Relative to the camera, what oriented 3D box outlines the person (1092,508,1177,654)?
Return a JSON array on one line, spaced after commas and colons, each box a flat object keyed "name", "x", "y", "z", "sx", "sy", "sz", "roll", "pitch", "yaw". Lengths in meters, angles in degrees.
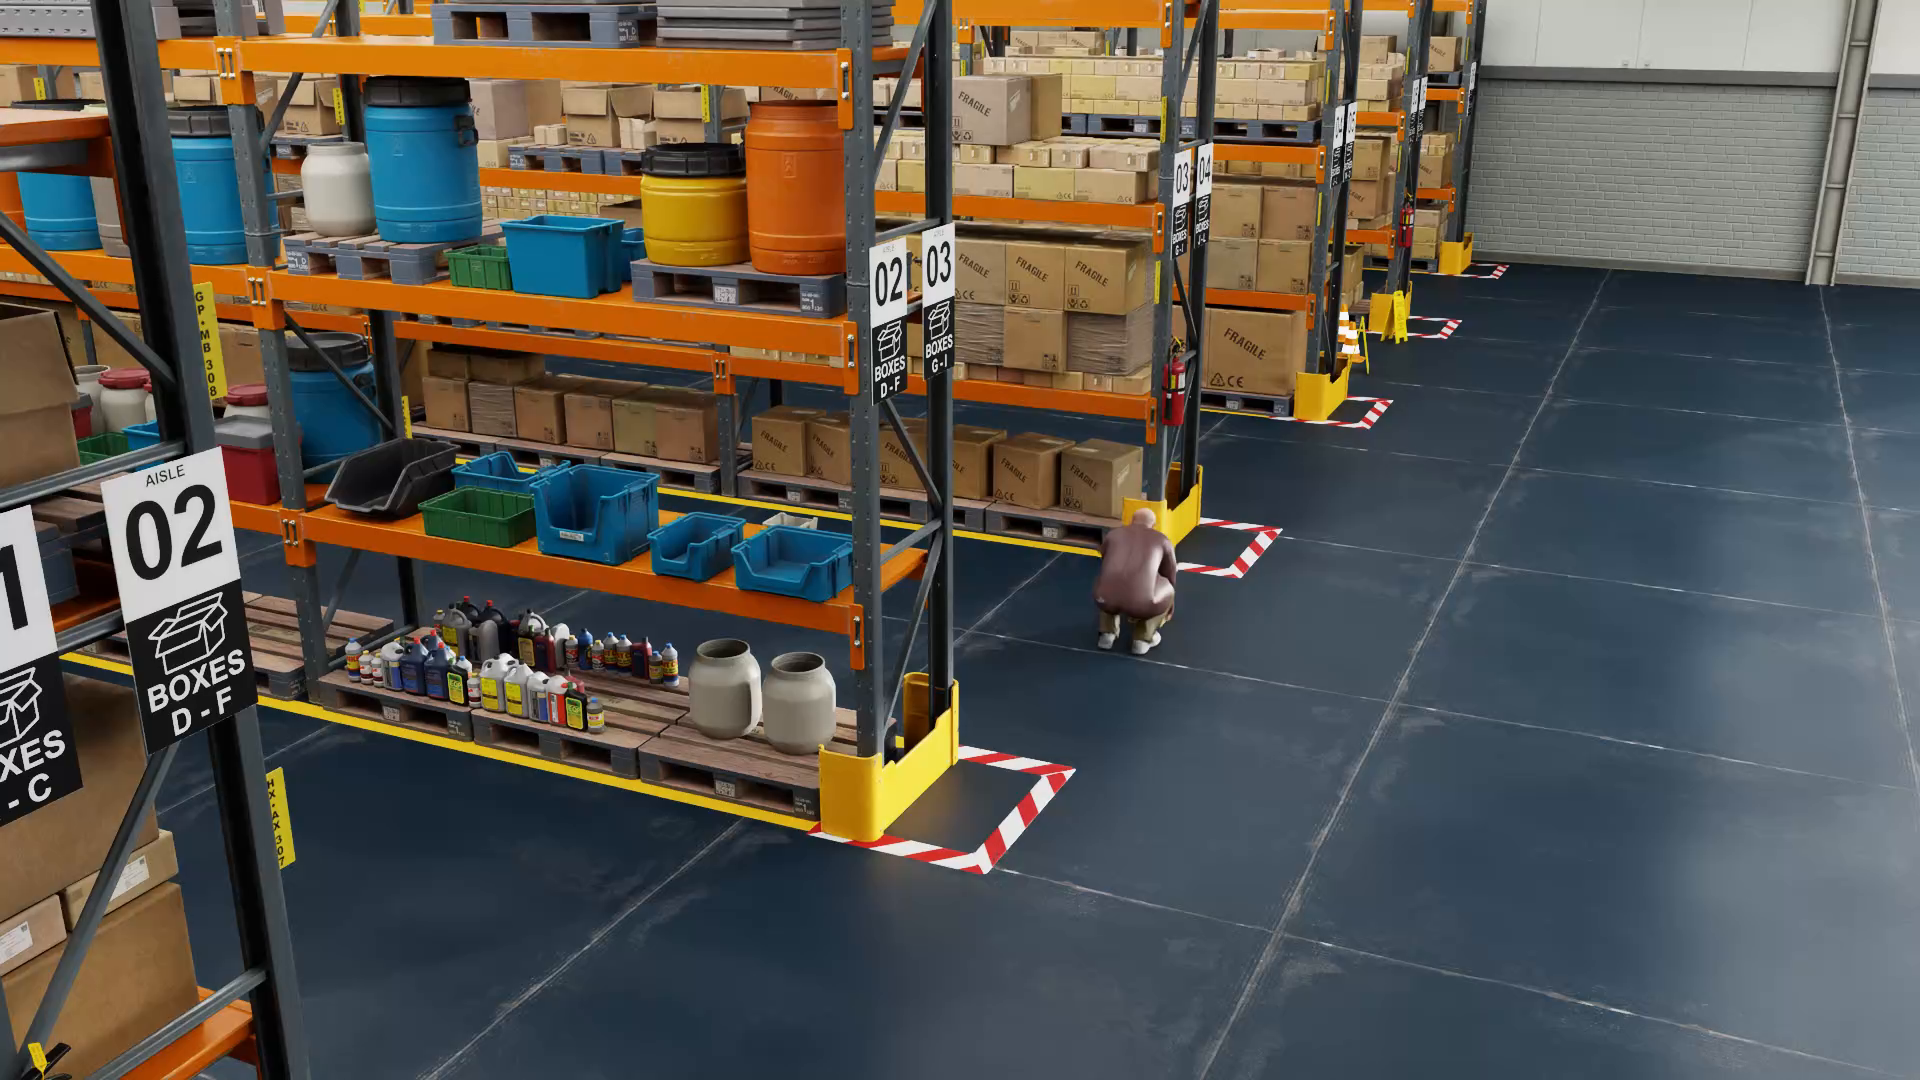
[{"name": "person", "x": 1.235, "y": 0.309, "z": 11.706, "sx": 0.595, "sy": 0.855, "sz": 0.909, "roll": 8, "pitch": 20, "yaw": 23}]
